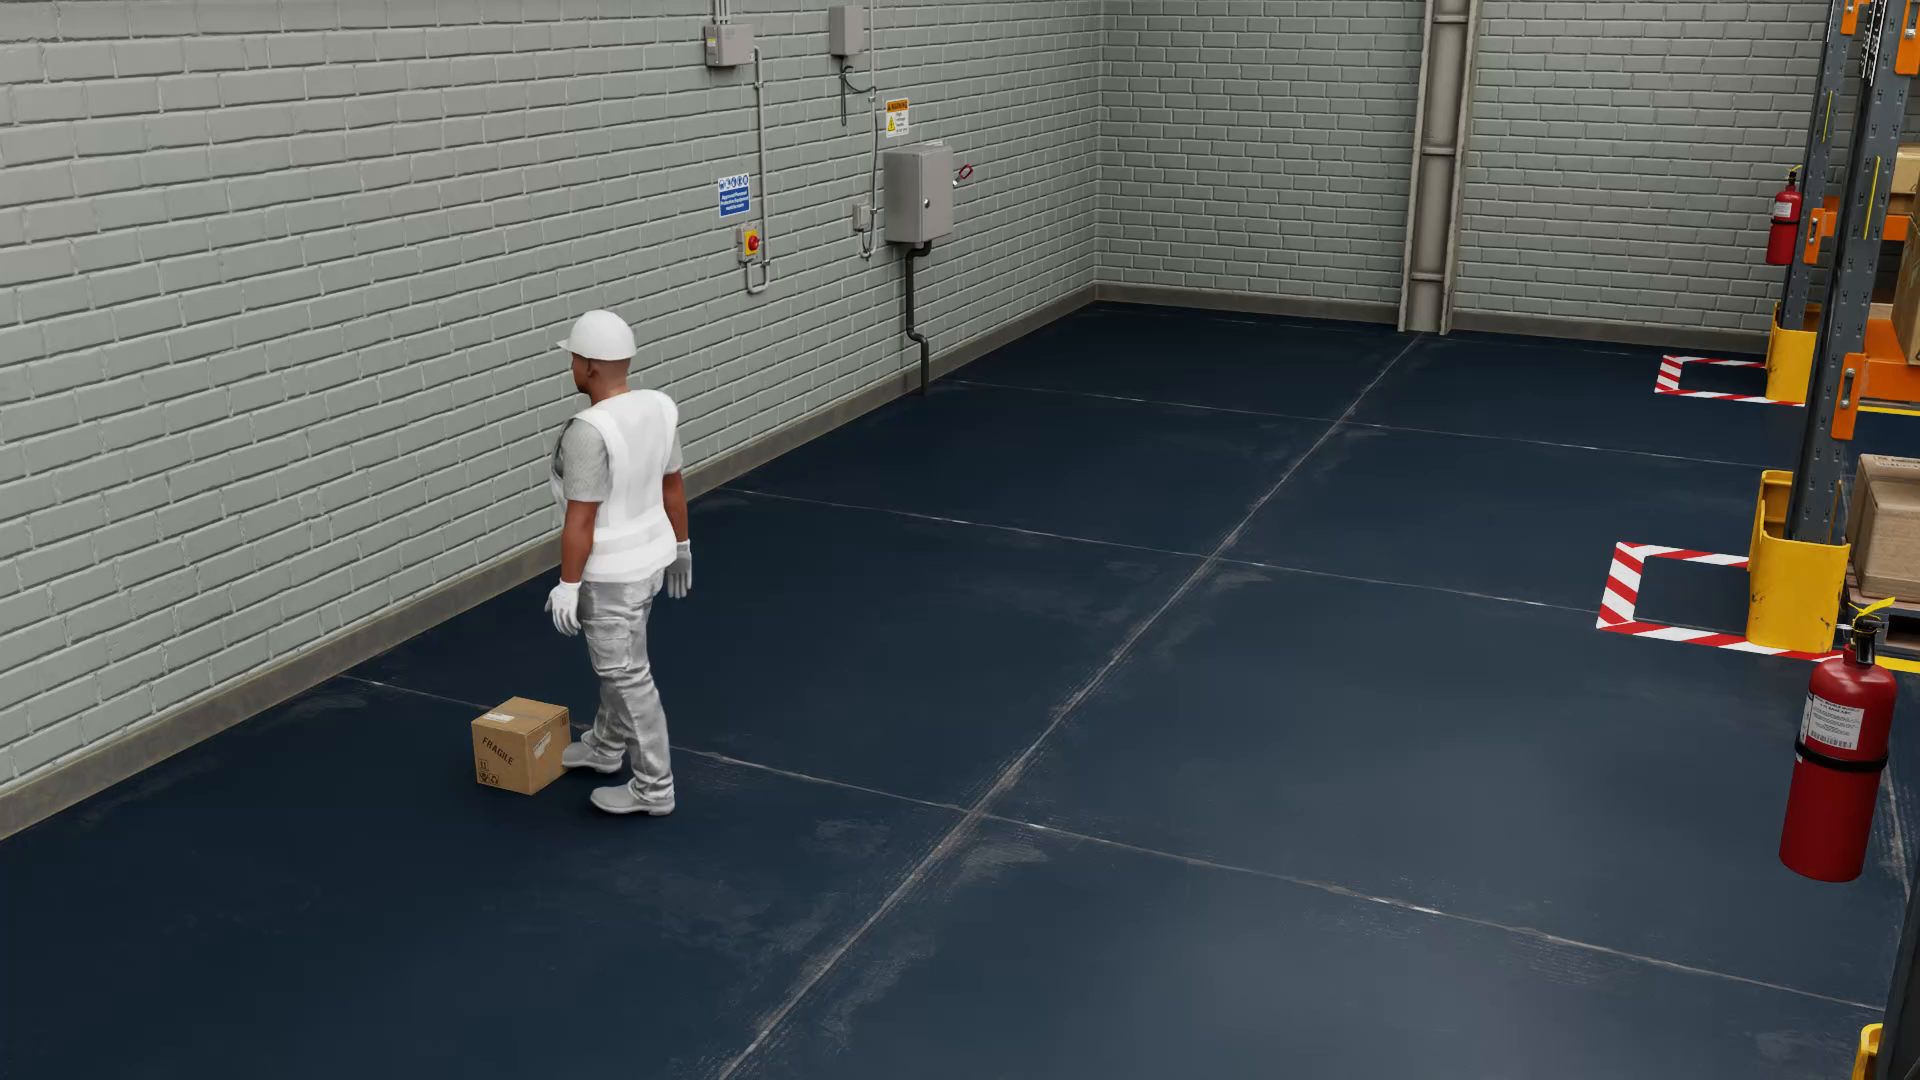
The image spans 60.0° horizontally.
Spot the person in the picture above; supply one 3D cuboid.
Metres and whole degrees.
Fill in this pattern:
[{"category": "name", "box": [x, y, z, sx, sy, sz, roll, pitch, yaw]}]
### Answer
[{"category": "person", "box": [-1.308, 0.086, 5.753, 0.637, 1.779, 0.566, 6, 20, 17]}]
